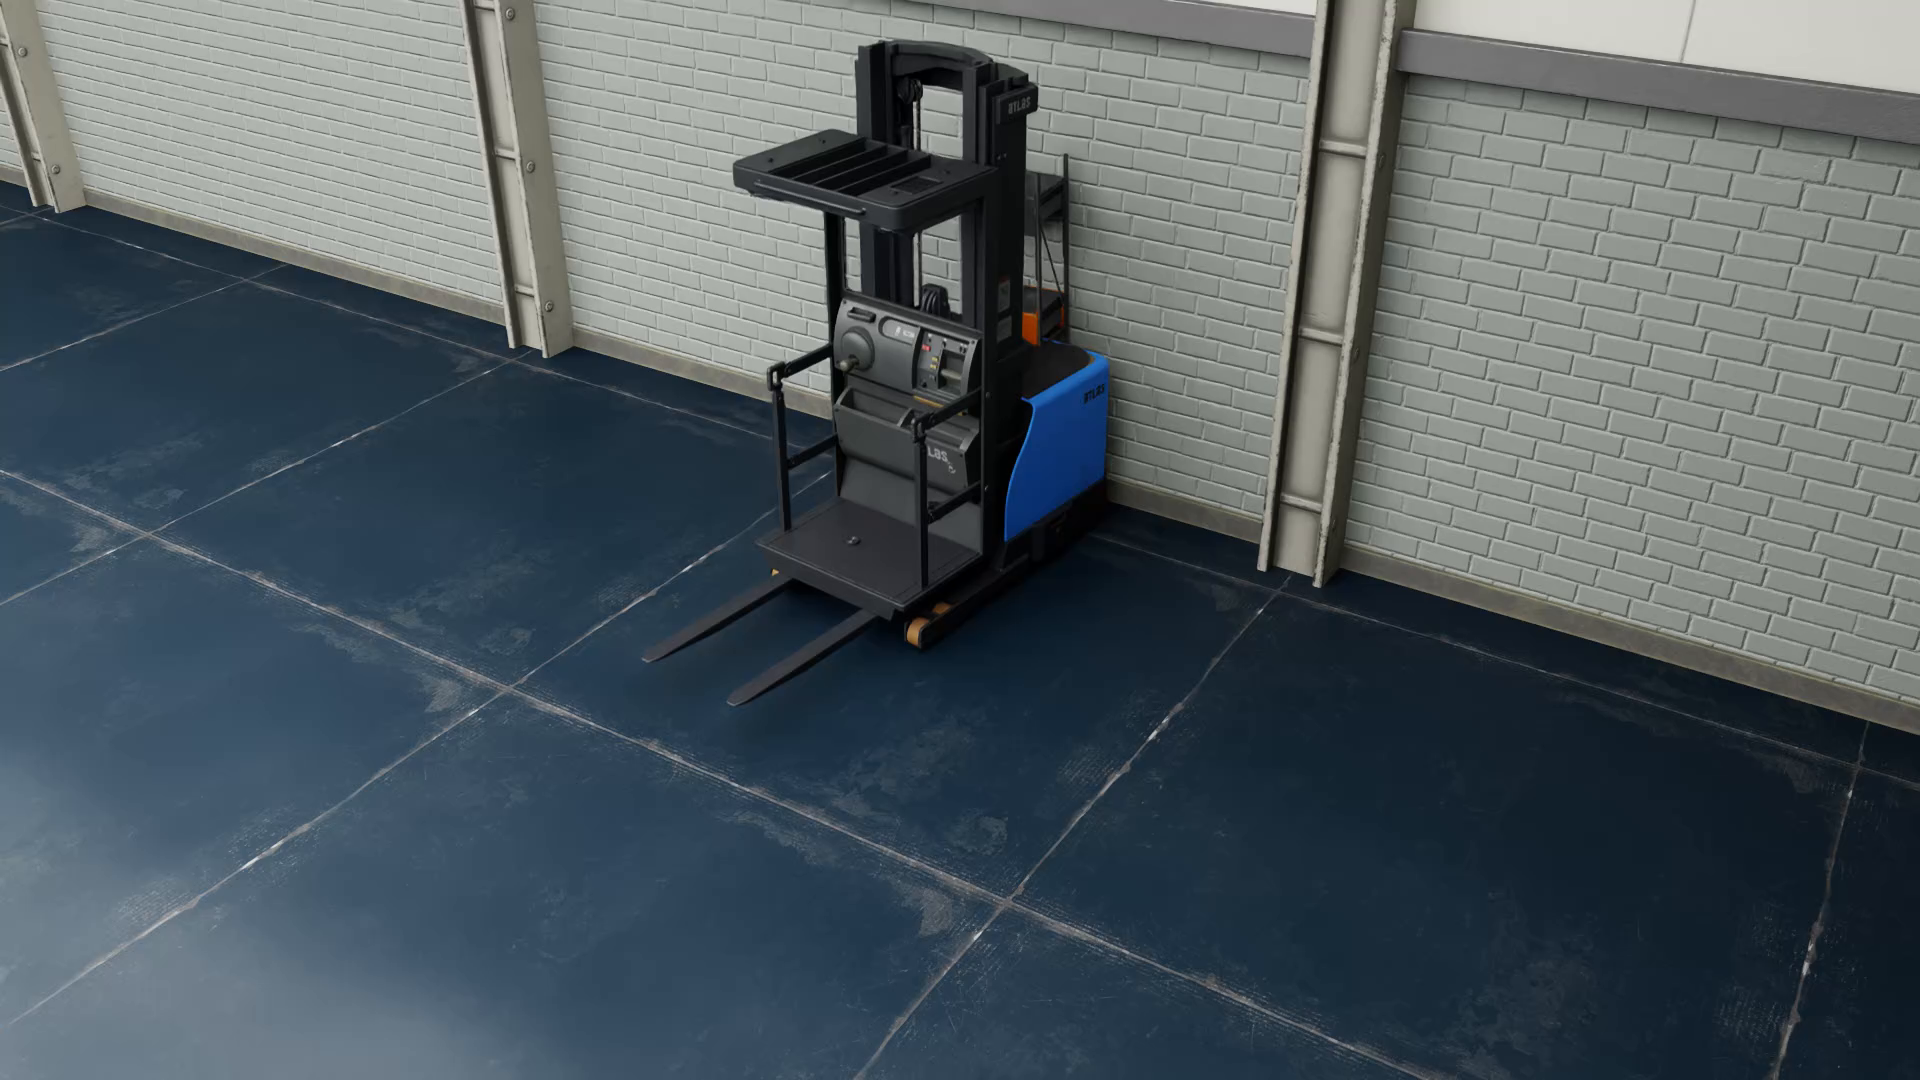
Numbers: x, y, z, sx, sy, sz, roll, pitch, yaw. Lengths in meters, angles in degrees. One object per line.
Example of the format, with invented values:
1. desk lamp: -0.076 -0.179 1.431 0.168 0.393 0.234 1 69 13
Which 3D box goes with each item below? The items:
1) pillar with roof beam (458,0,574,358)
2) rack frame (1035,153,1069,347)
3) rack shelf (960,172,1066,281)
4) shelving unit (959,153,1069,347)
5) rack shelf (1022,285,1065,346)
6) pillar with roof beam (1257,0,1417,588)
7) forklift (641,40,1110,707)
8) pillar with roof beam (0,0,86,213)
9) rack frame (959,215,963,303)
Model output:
1. pillar with roof beam: -5.402 -3.501 6.994 0.400 9.000 9.100 18 35 27
2. rack frame: 0.553 -1.198 9.813 0.015 2.100 0.400 13 34 25
3. rack shelf: 0.312 -1.840 9.568 0.480 0.518 0.431 13 34 25
4. shelving unit: 0.338 -1.249 9.916 0.503 2.100 0.431 13 34 25
5. rack shelf: 0.338 -1.237 9.923 0.480 0.518 0.431 13 34 25
6. pillar with roof beam: -0.320 -1.894 4.238 0.400 9.000 9.100 18 35 27
7. forklift: -0.424 -0.967 8.671 1.130 2.935 3.031 22 37 32
8. pillar with roof beam: -10.484 -5.108 9.749 0.400 9.000 9.100 18 35 27
9. rack frame: 0.123 -1.300 10.019 0.015 2.100 0.400 13 34 25
